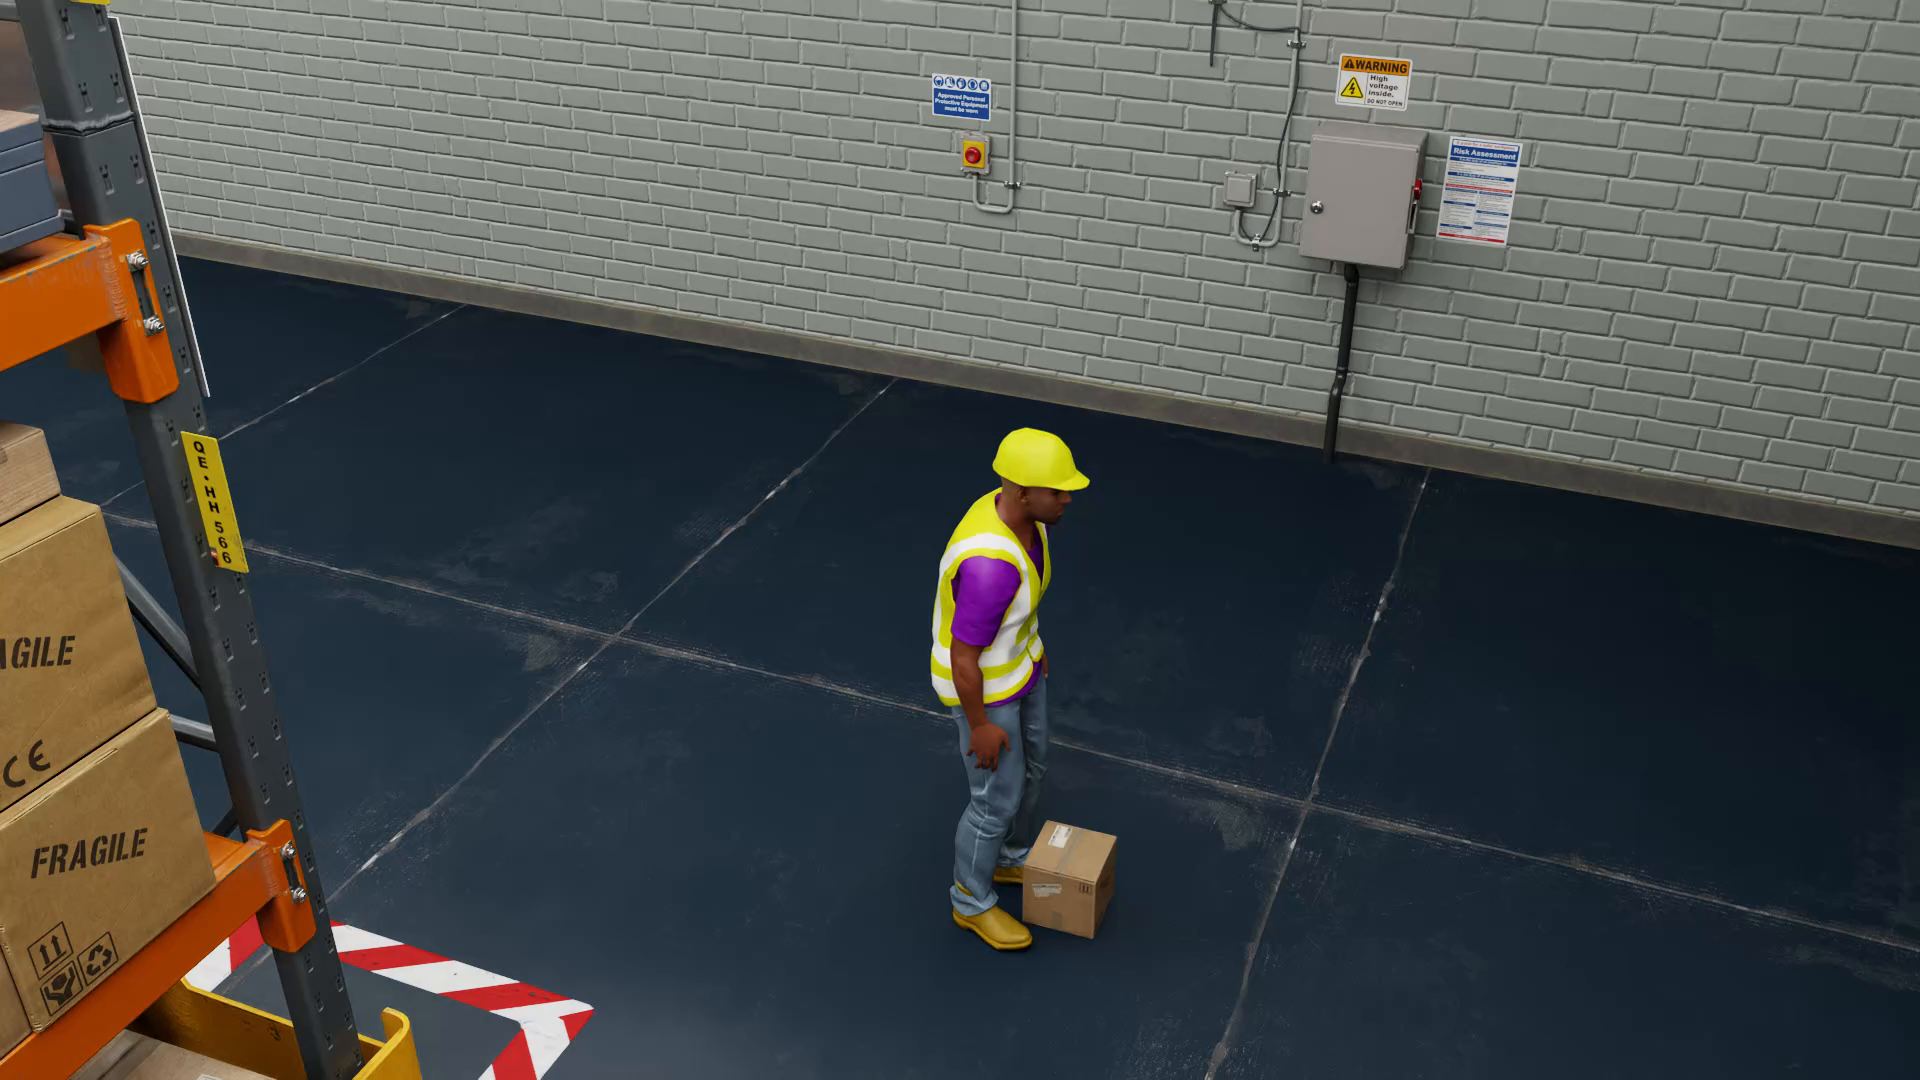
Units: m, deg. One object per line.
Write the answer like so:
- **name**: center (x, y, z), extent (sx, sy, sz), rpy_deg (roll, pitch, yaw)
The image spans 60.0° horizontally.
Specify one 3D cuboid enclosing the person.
- **person**: center (0.152, 0.449, 5.317), extent (0.462, 1.759, 0.628), rpy_deg (10, 31, 17)
